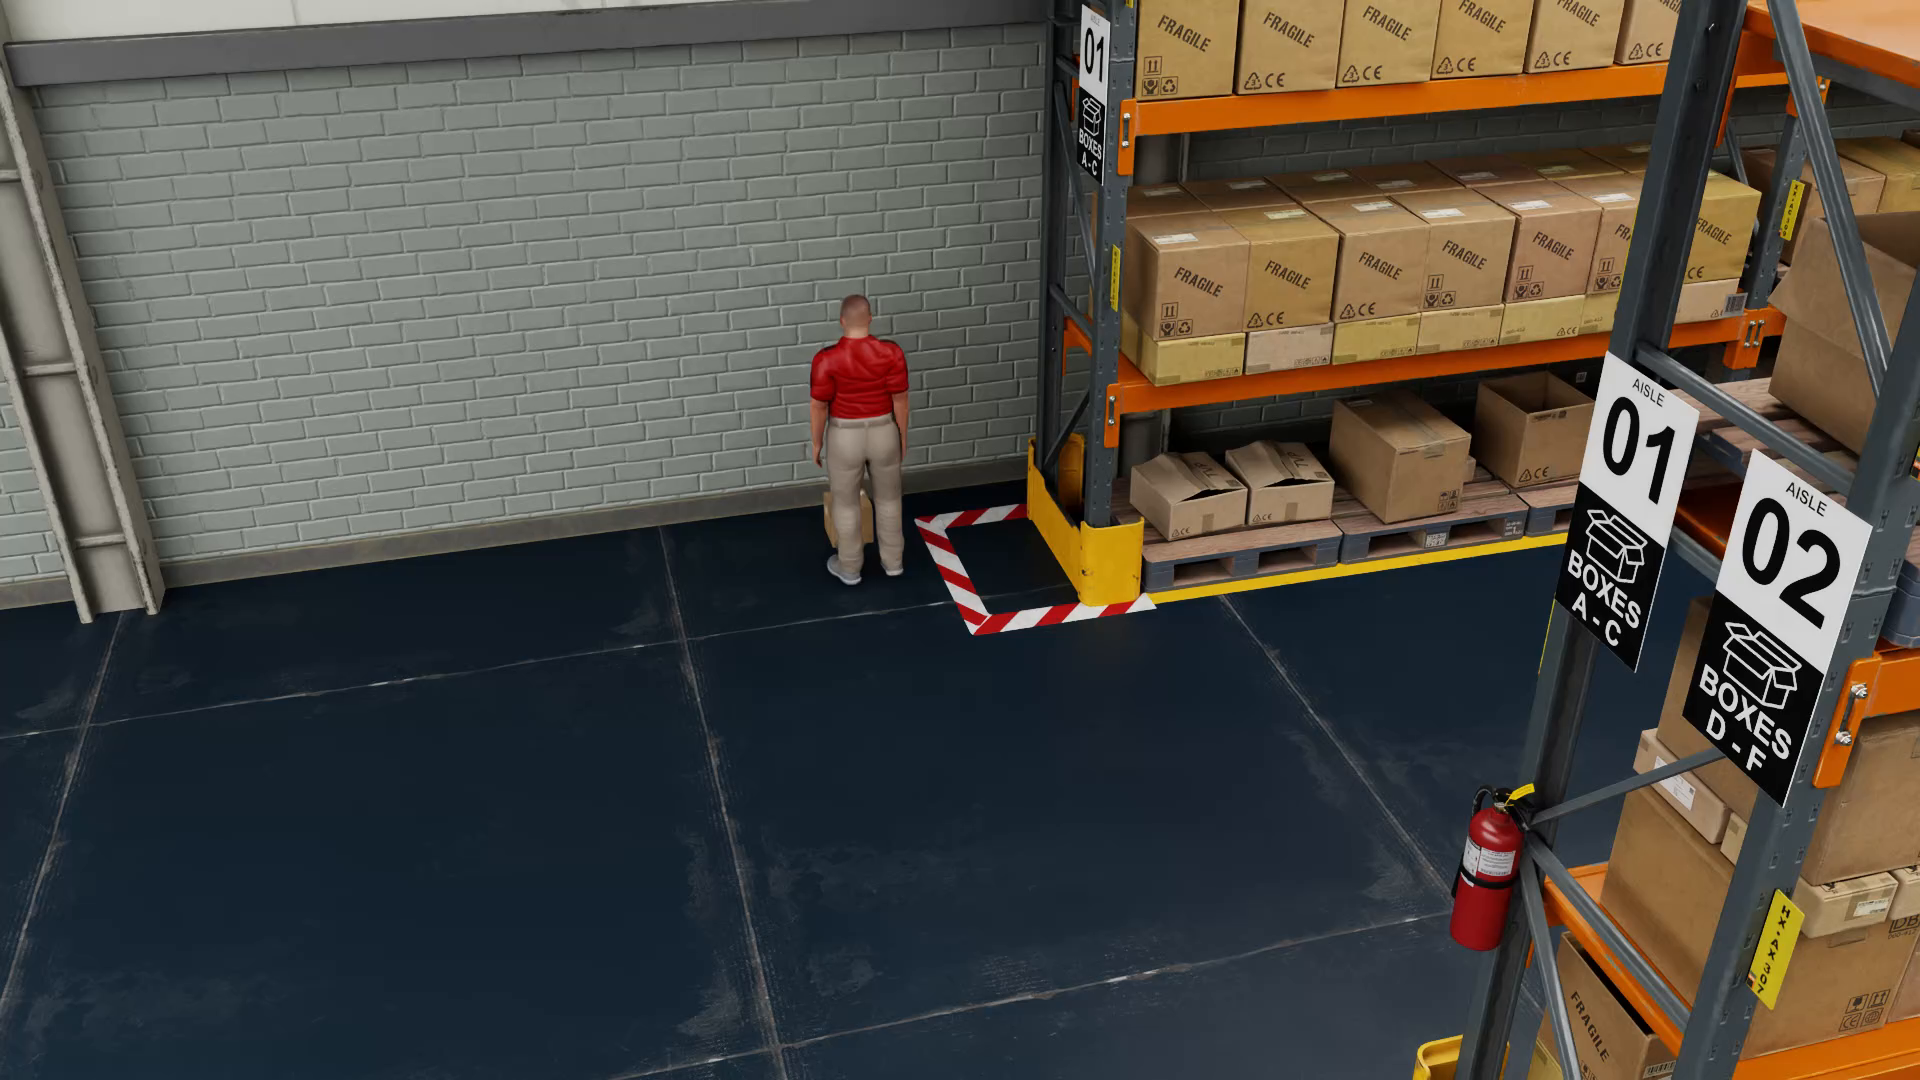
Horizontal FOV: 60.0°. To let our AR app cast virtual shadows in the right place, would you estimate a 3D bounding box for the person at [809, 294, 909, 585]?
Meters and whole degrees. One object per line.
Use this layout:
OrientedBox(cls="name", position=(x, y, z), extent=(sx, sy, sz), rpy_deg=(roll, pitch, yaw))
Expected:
OrientedBox(cls="person", position=(-0.564, -0.546, 9.208), extent=(0.546, 1.760, 0.402), rpy_deg=(-7, 31, -12))
